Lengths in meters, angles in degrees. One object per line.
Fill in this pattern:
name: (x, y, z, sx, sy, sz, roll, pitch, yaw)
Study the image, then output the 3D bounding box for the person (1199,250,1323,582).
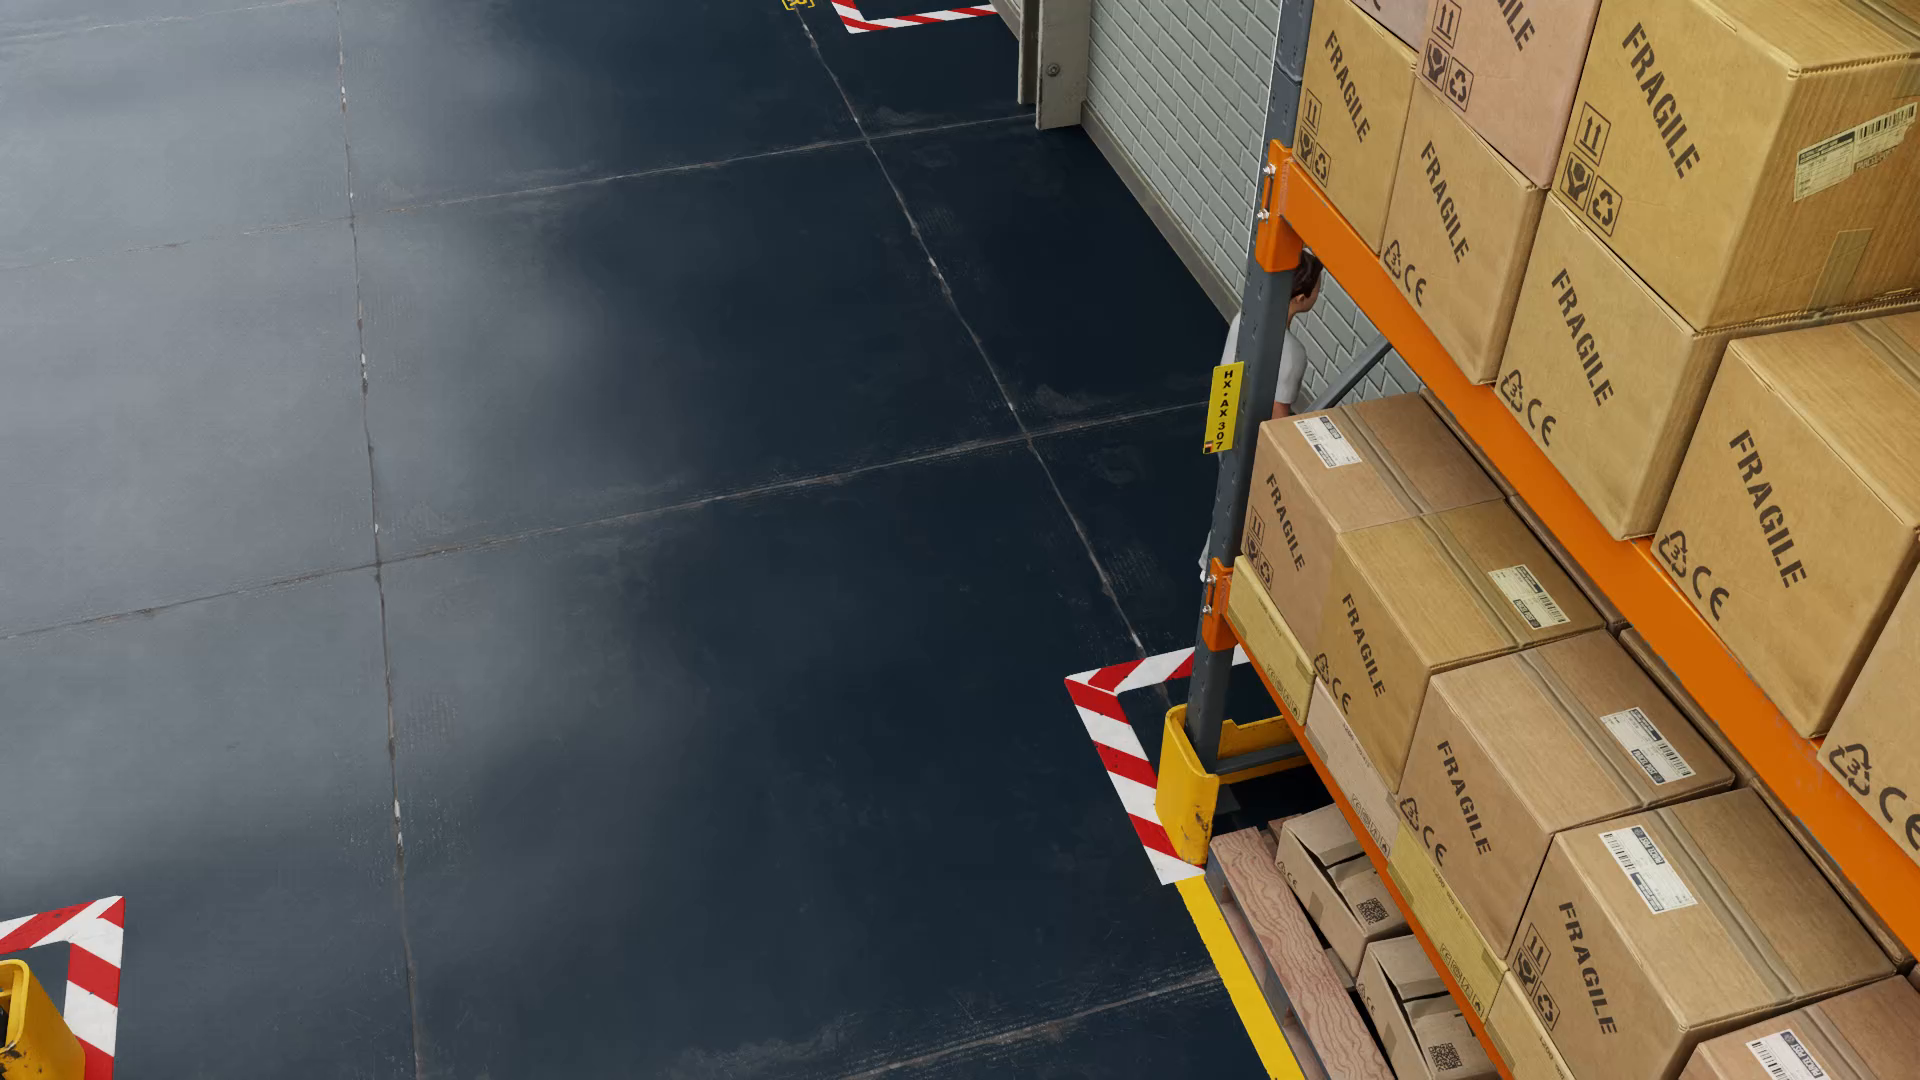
person: (1.191, -0.408, 6.608, 0.360, 1.672, 0.485, -12, 44, -13)
